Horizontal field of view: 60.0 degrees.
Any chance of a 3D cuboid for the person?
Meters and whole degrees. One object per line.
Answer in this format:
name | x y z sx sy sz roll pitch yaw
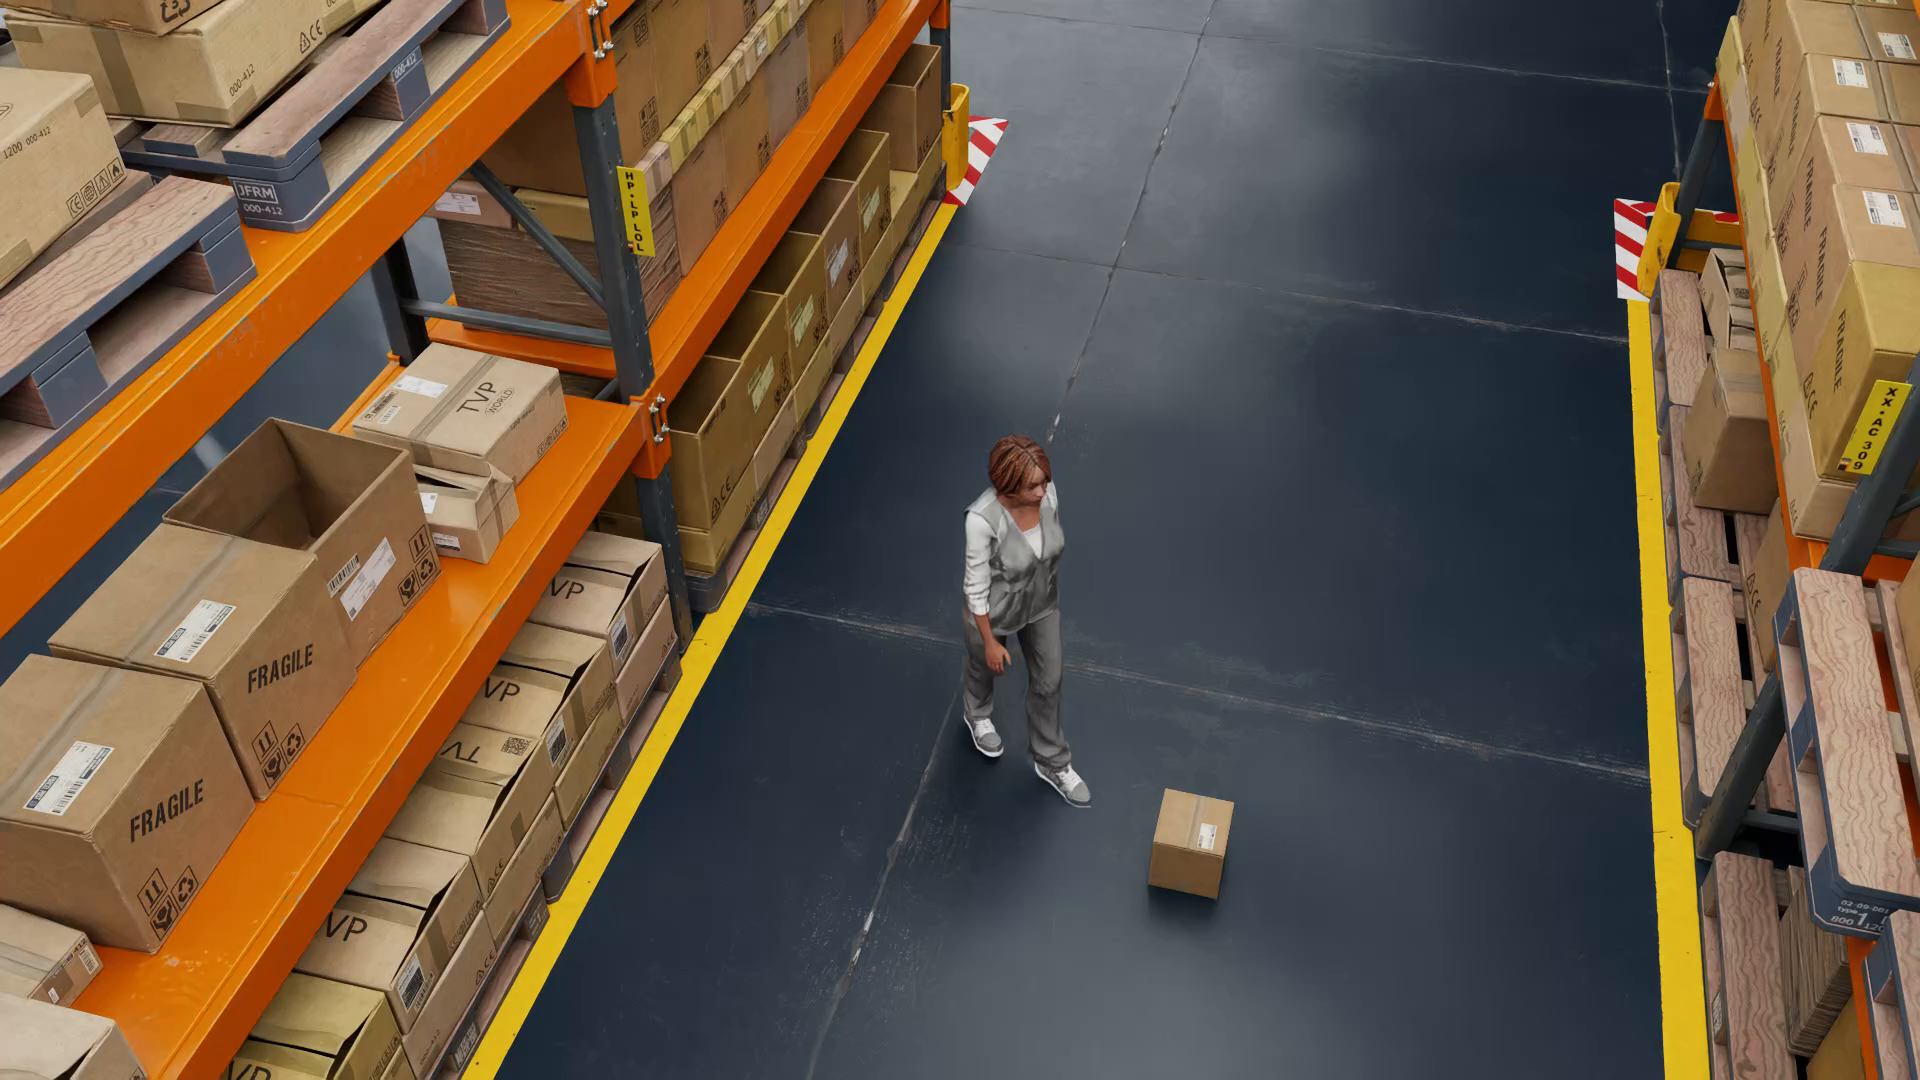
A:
person | 0.196 0.279 5.850 0.419 1.611 0.618 -21 46 -22
